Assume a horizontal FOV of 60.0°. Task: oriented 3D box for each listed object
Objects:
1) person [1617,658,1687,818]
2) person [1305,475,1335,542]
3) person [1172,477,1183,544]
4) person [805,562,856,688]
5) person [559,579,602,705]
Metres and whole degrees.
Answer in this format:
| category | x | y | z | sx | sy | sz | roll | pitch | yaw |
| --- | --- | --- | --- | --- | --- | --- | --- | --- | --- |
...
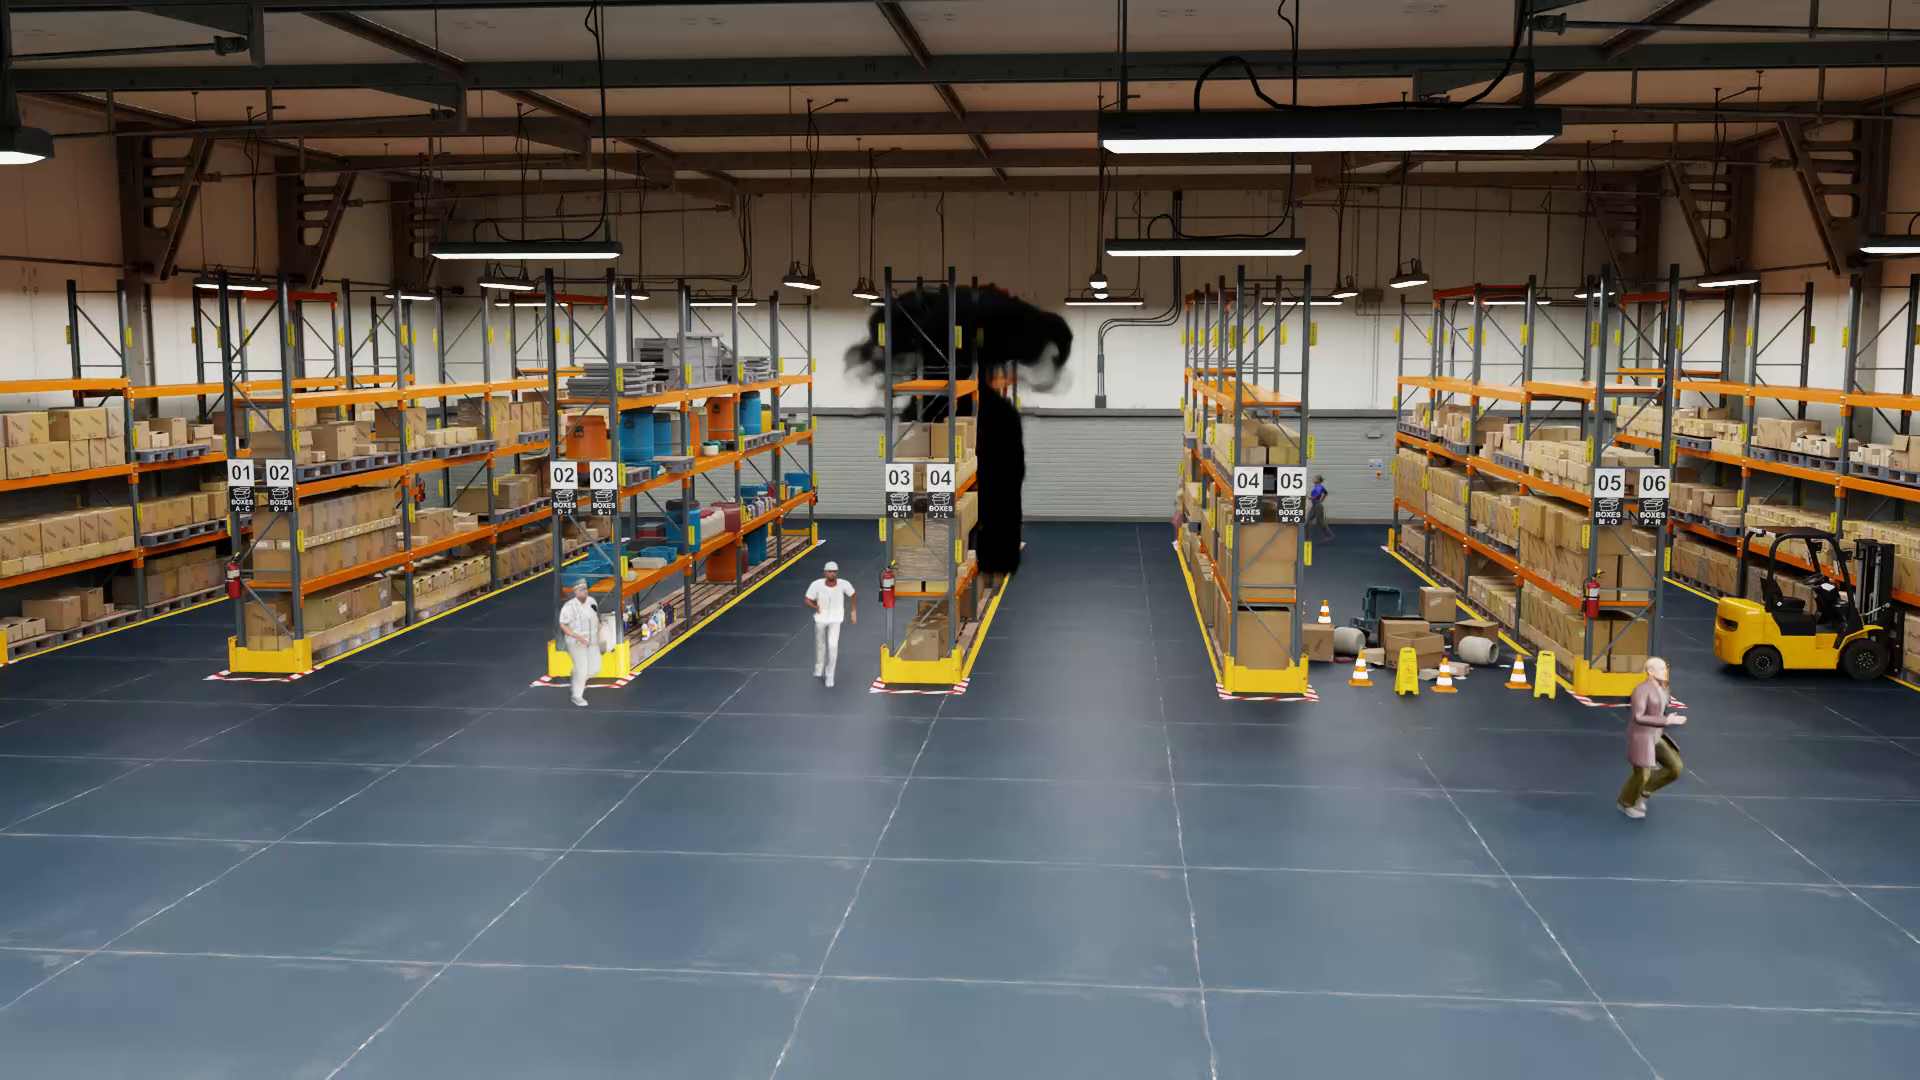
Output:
| category | x | y | z | sx | sy | sz | roll | pitch | yaw |
| --- | --- | --- | --- | --- | --- | --- | --- | --- | --- |
| person | 7.146 | 2.054 | 17.165 | 0.759 | 1.726 | 0.793 | -5 | 9 | -35 |
| person | 8.731 | -0.738 | 40.524 | 0.806 | 1.692 | 0.556 | 1 | 7 | 6 |
| person | 5.449 | -0.718 | 40.558 | 0.569 | 1.643 | 0.613 | -1 | 7 | -9 |
| person | -1.885 | 1.204 | 24.210 | 0.745 | 1.816 | 0.782 | 0 | 7 | -1 |
| person | -5.183 | 1.380 | 22.818 | 0.668 | 1.746 | 0.696 | 6 | 9 | 40 |
